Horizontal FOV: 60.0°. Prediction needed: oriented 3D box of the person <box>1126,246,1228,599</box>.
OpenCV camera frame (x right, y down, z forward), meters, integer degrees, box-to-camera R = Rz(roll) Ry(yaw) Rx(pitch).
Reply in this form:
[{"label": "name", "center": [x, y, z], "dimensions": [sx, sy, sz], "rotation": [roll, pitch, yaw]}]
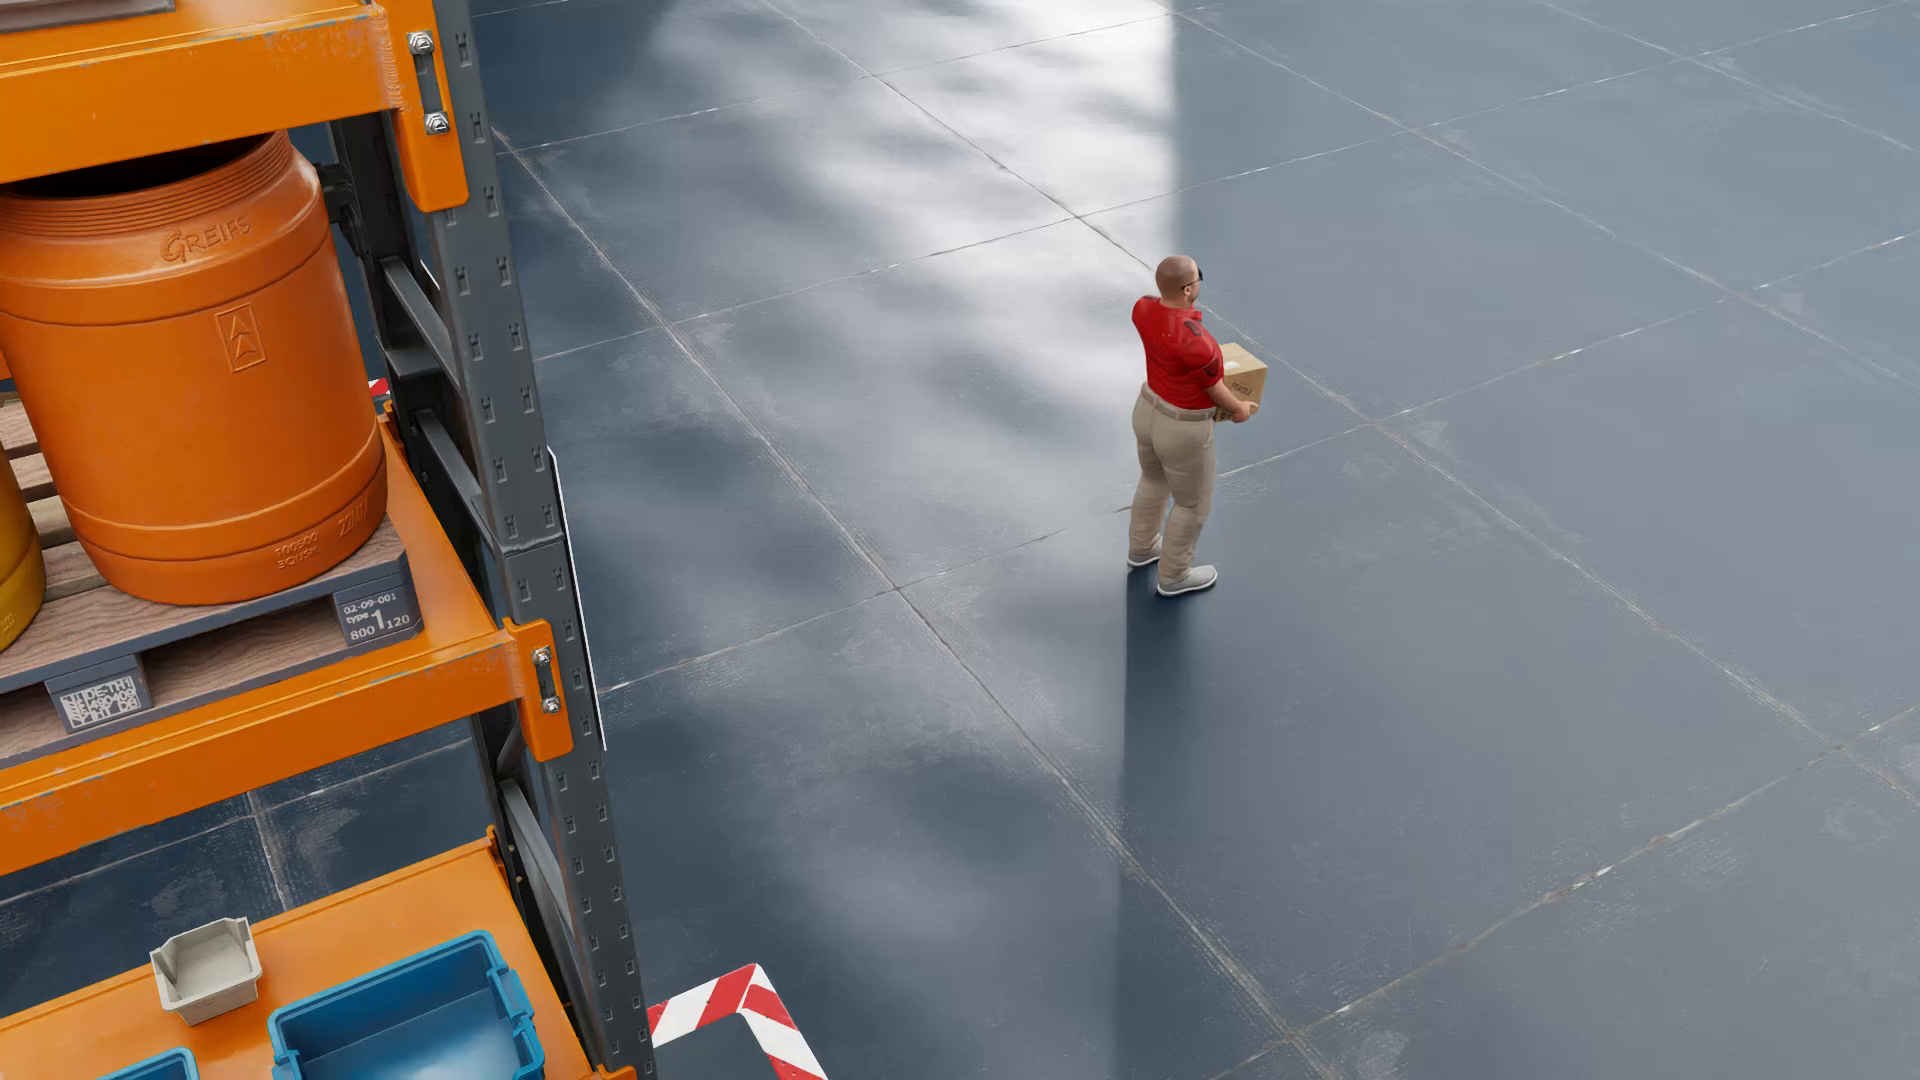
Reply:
[{"label": "person", "center": [1.004, -0.543, 7.672], "dimensions": [0.390, 1.726, 0.582], "rotation": [-21, 41, -25]}]
